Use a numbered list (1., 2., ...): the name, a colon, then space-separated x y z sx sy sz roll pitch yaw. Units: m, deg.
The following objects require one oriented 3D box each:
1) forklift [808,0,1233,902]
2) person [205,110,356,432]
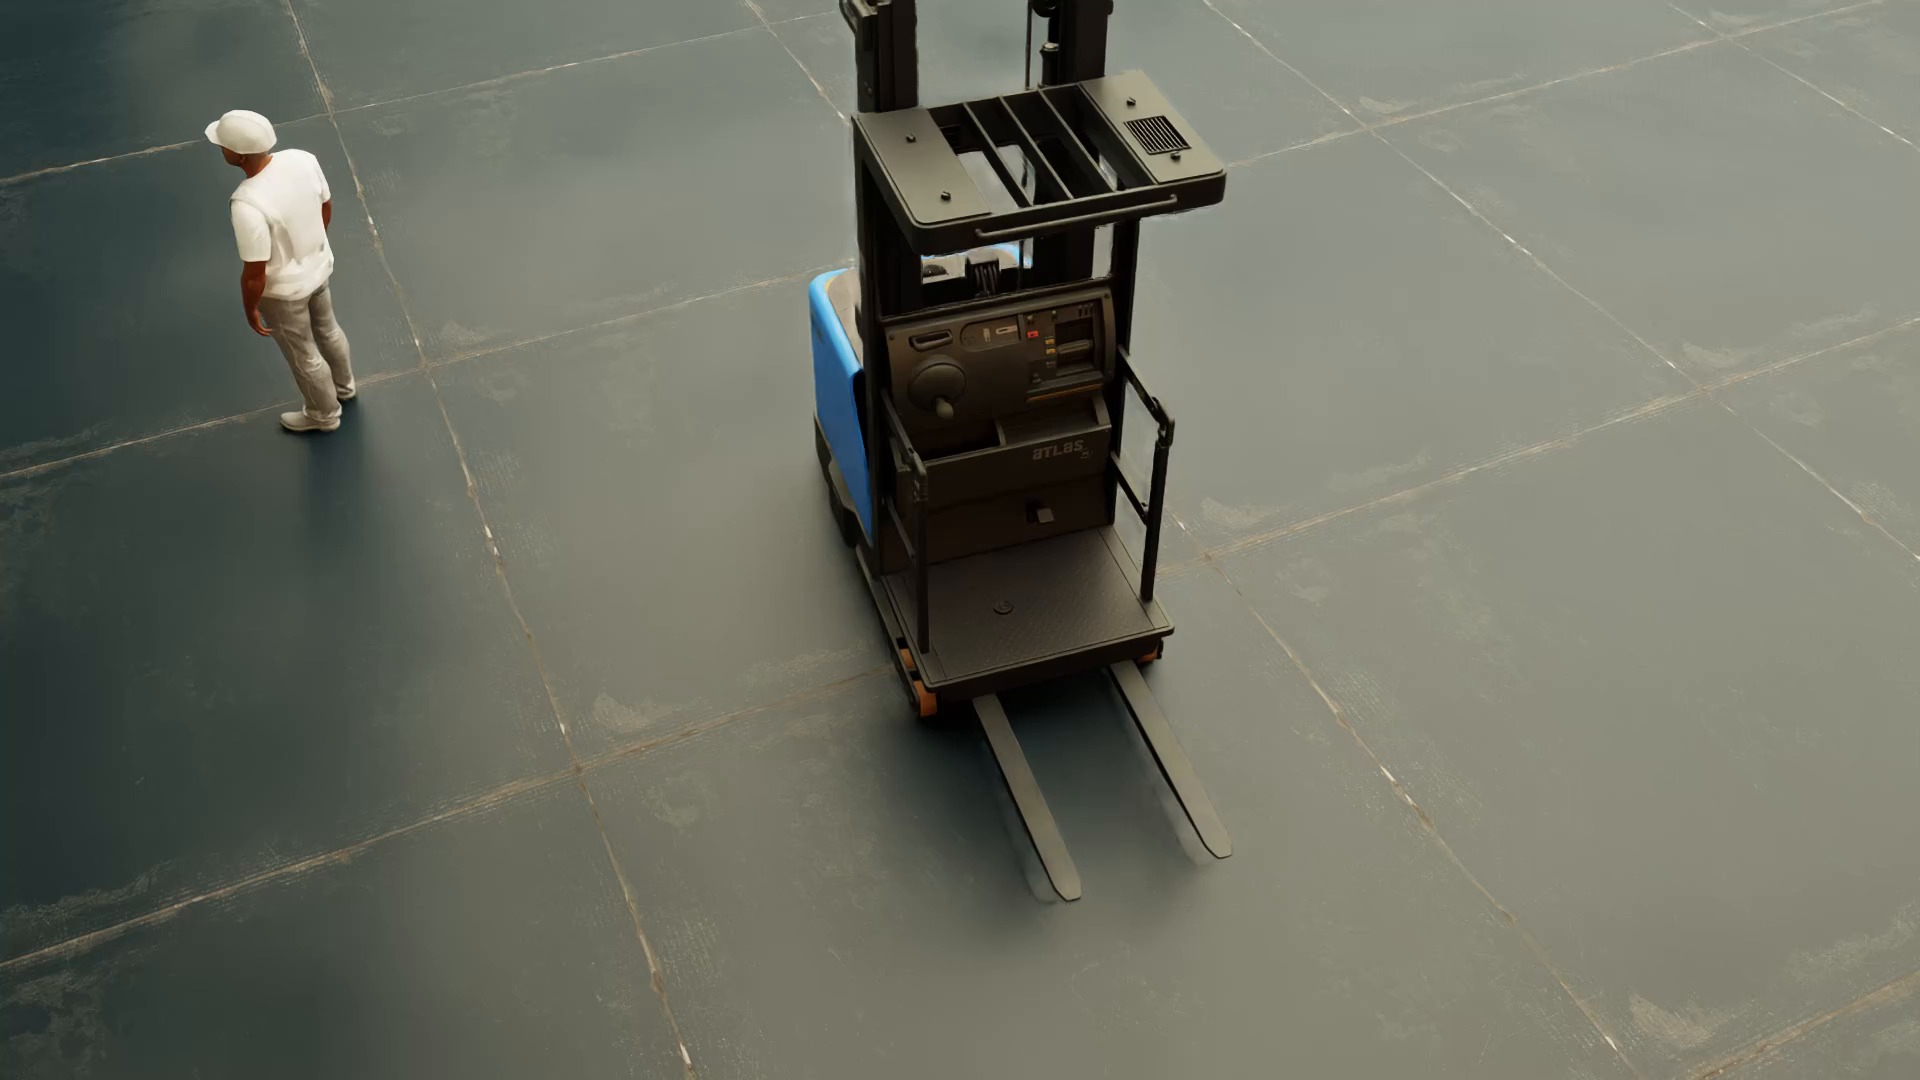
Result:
1. forklift: 0.235 -0.638 6.364 1.130 2.935 3.031 -13 44 -13
2. person: -3.230 -1.267 7.888 0.543 1.771 0.663 12 44 13
